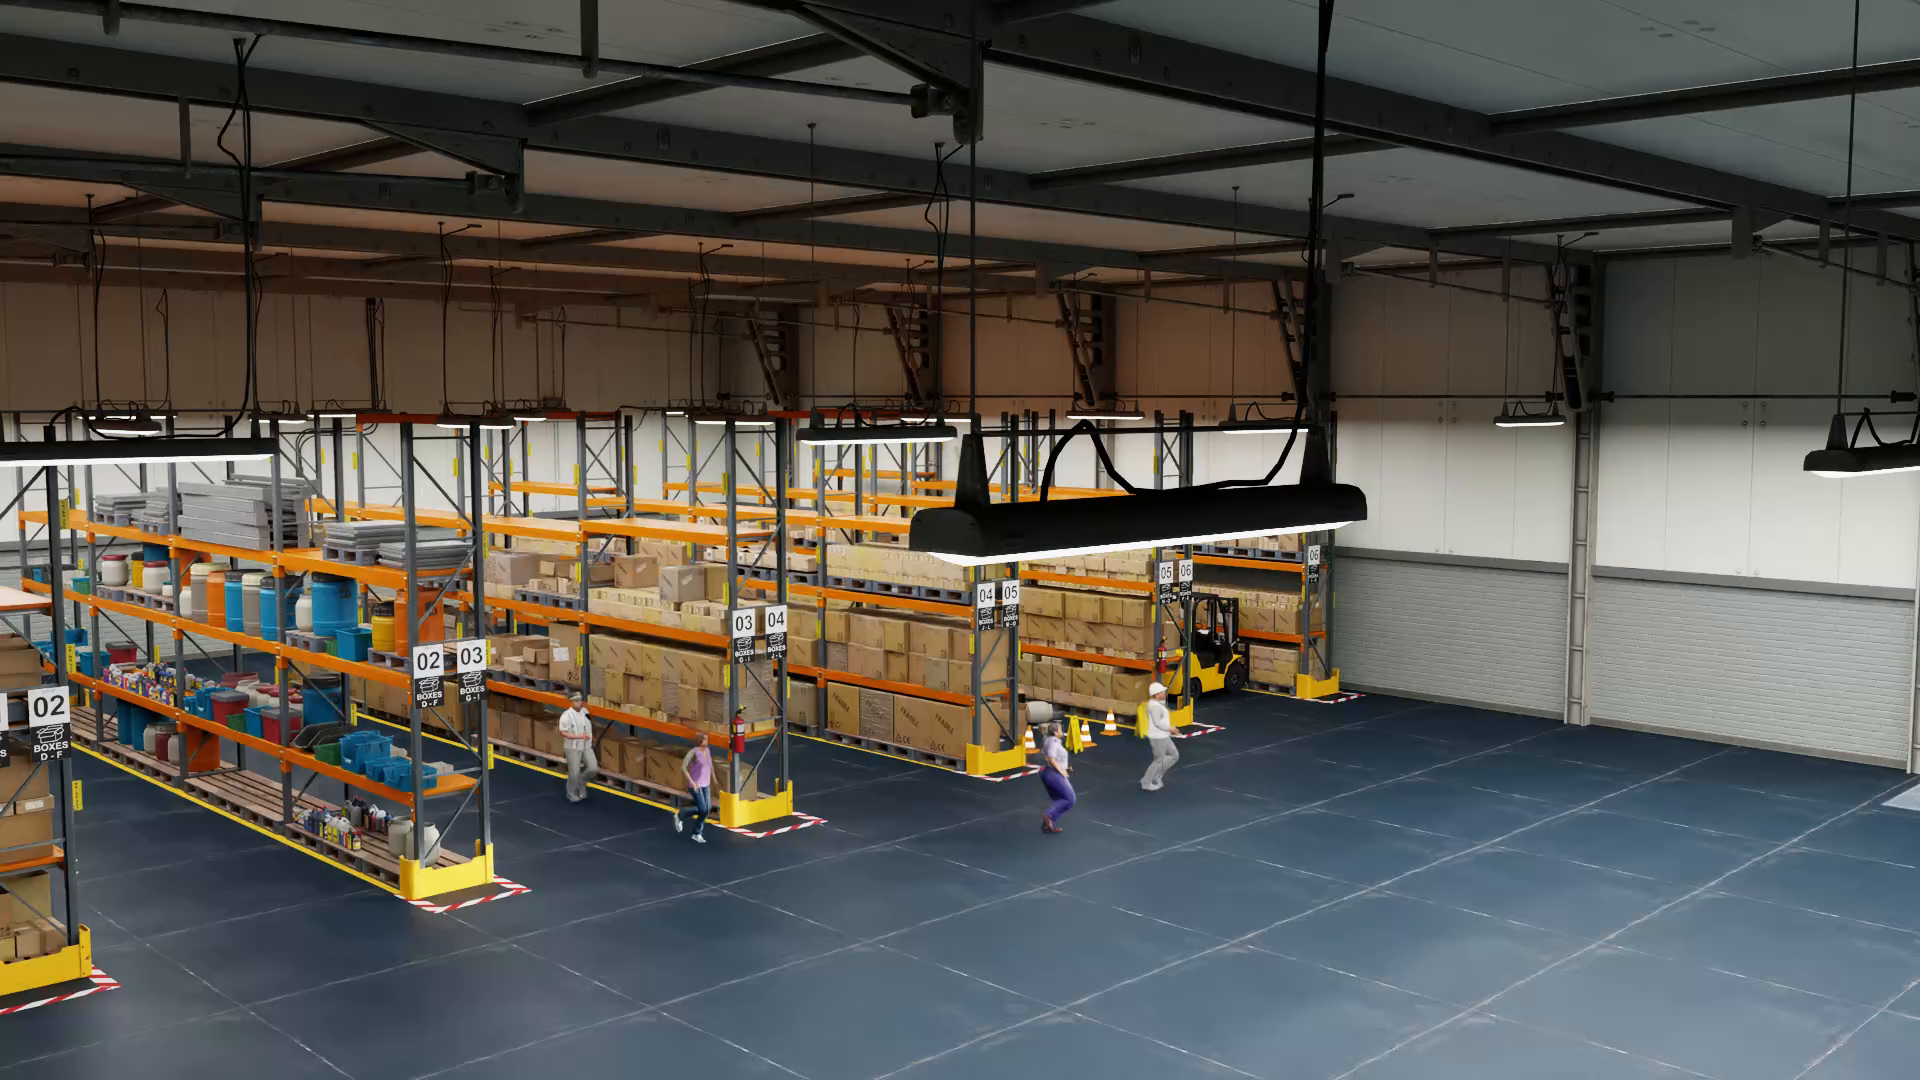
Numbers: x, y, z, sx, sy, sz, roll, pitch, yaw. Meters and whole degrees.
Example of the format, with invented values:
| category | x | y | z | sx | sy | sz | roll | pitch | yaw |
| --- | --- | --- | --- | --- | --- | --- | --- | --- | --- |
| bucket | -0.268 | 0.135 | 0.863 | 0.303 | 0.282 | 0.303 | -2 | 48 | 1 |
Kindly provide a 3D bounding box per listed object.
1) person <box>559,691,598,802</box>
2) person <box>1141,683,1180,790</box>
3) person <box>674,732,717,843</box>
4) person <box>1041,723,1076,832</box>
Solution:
| category | x | y | z | sx | sy | sz | roll | pitch | yaw |
| --- | --- | --- | --- | --- | --- | --- | --- | --- | --- |
| person | -5.902 | 3.207 | 25.829 | 0.636 | 1.742 | 0.640 | 5 | 7 | 44 |
| person | 3.216 | 3.142 | 26.690 | 0.618 | 1.735 | 0.669 | 1 | 5 | 9 |
| person | -3.750 | 3.517 | 23.765 | 0.544 | 1.573 | 0.559 | 3 | 6 | 30 |
| person | 1.407 | 3.438 | 24.084 | 0.536 | 1.602 | 0.581 | -1 | 5 | -16 |
